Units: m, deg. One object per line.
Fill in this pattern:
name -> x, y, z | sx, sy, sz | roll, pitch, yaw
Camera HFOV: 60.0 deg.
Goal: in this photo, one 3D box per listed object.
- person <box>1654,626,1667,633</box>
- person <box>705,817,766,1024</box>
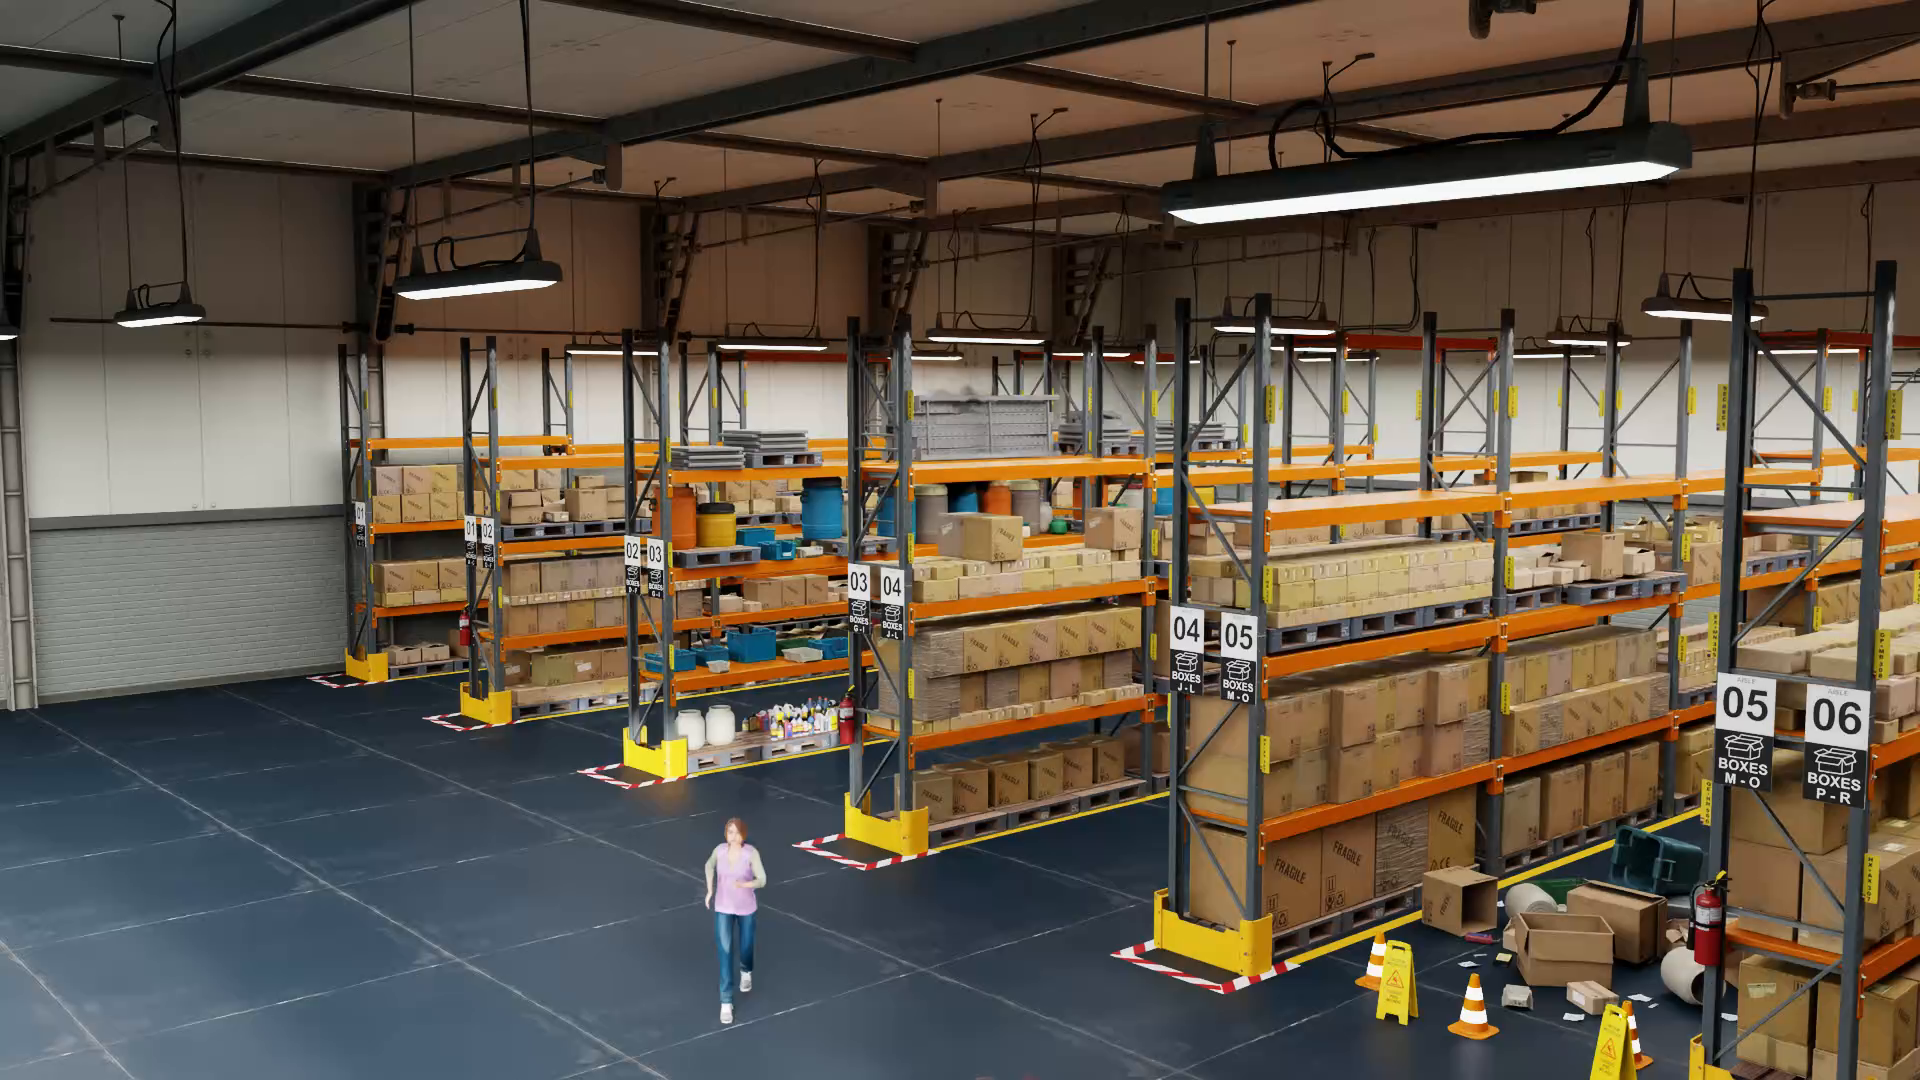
person -> 10.343, 2.133, 24.517 | 0.792, 1.714, 0.656 | -4, 6, -35
person -> -1.876, 3.104, 13.883 | 0.526, 1.608, 0.844 | 0, 5, -4
